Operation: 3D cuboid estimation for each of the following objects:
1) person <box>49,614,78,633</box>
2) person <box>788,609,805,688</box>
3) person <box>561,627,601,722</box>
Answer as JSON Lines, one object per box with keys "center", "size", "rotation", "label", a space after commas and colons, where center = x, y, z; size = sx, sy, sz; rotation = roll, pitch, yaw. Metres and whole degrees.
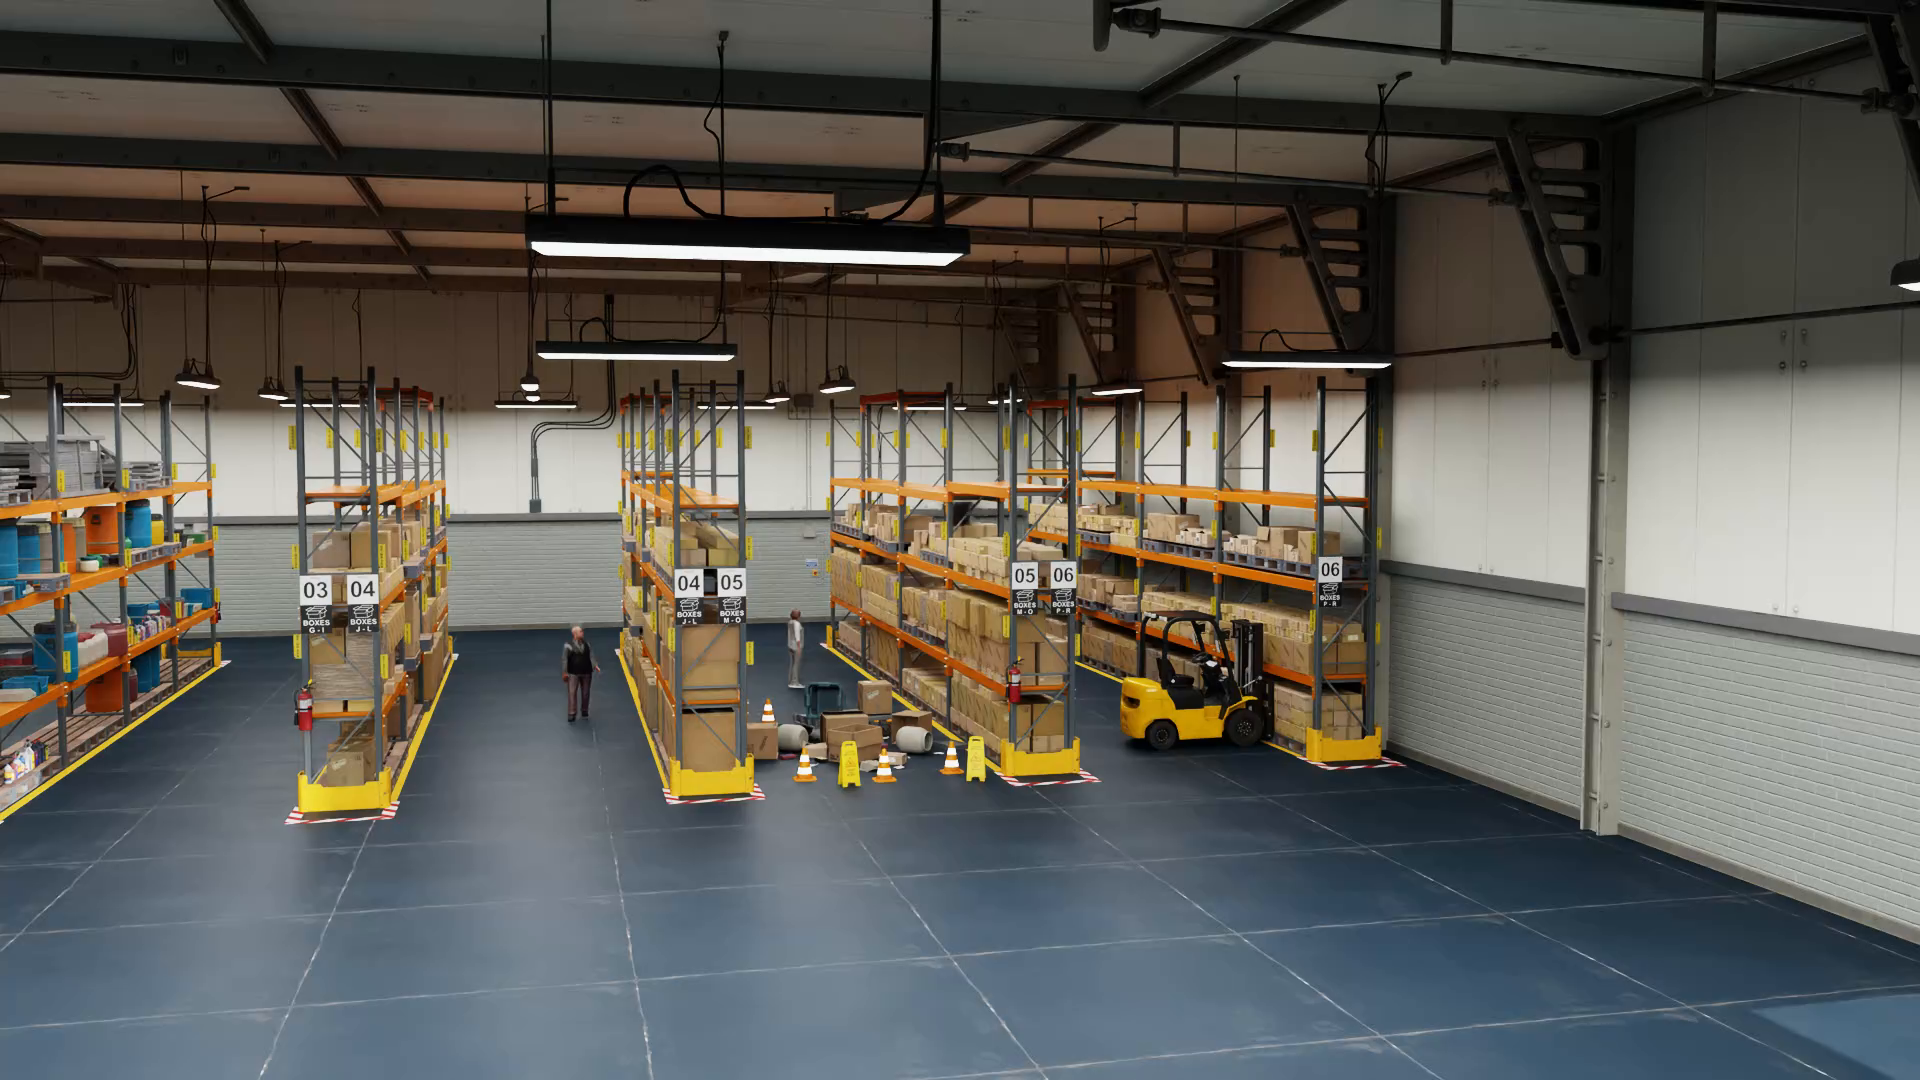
{"center": [-18.821, 2.114, 34.901], "size": [0.646, 1.648, 0.982], "rotation": [-1, 3, -11], "label": "person"}
{"center": [-3.327, 2.192, 33.636], "size": [0.331, 1.603, 0.487], "rotation": [-2, 4, -34], "label": "person"}
{"center": [-6.744, 2.374, 29.588], "size": [0.700, 1.653, 1.070], "rotation": [-1, 3, -9], "label": "person"}
